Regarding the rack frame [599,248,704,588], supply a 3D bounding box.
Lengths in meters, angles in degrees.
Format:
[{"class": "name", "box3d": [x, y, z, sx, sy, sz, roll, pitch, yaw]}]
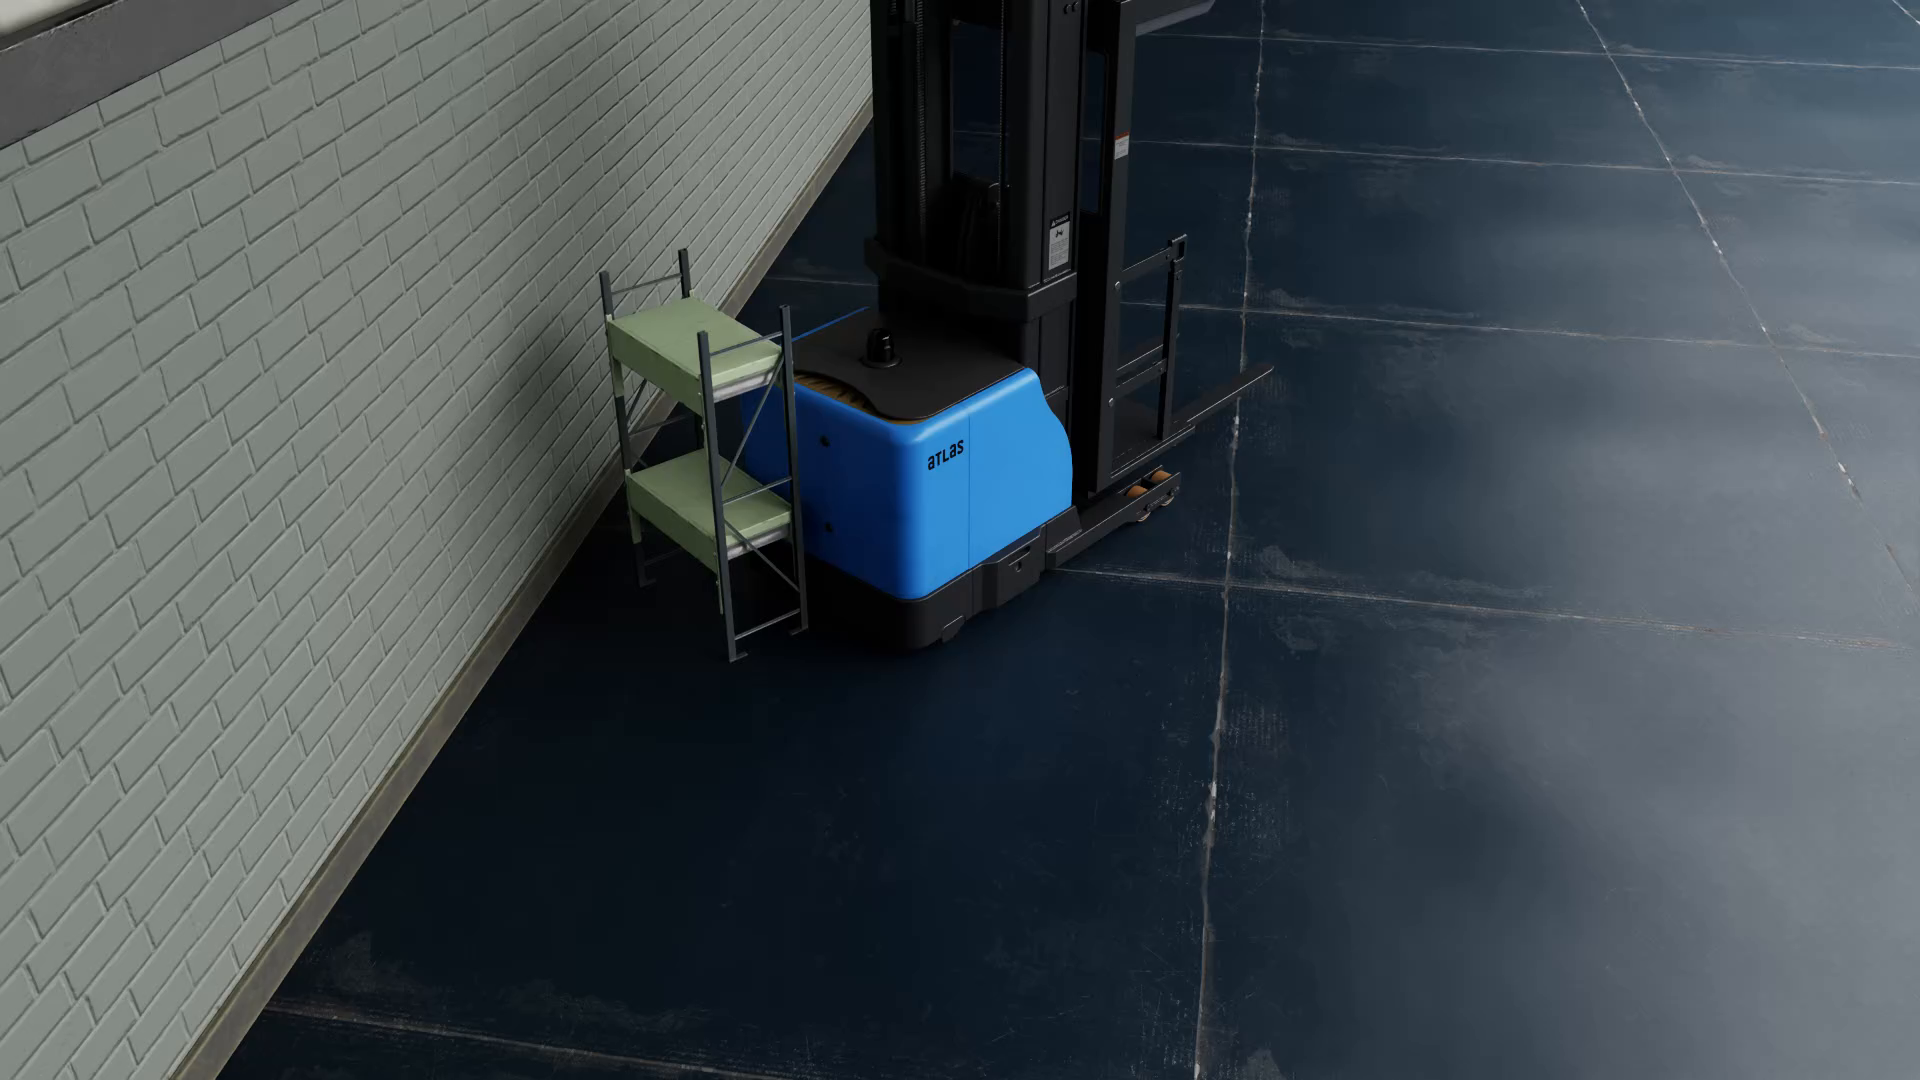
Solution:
[{"class": "rack frame", "box3d": [-1.279, -0.494, 7.125, 0.400, 1.500, 0.023, -24, 39, -33]}]

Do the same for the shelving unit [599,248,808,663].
[{"class": "shelving unit", "box3d": [-1.046, -0.344, 6.886, 0.431, 1.500, 0.755, -24, 39, -33]}]

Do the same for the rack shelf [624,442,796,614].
[{"class": "rack shelf", "box3d": [-1.046, -0.068, 7.059, 0.431, 0.370, 0.720, -24, 39, -33]}]

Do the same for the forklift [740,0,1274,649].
[{"class": "forklift", "box3d": [0.412, -1.490, 7.368, 1.130, 2.935, 3.031, 25, 40, 34]}]

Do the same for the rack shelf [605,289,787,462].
[{"class": "rack shelf", "box3d": [-1.046, -0.675, 6.679, 0.431, 0.370, 0.720, -24, 39, -33]}]

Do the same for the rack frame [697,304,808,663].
[{"class": "rack frame", "box3d": [-0.812, -0.194, 6.647, 0.400, 1.500, 0.023, -24, 39, -33]}]
